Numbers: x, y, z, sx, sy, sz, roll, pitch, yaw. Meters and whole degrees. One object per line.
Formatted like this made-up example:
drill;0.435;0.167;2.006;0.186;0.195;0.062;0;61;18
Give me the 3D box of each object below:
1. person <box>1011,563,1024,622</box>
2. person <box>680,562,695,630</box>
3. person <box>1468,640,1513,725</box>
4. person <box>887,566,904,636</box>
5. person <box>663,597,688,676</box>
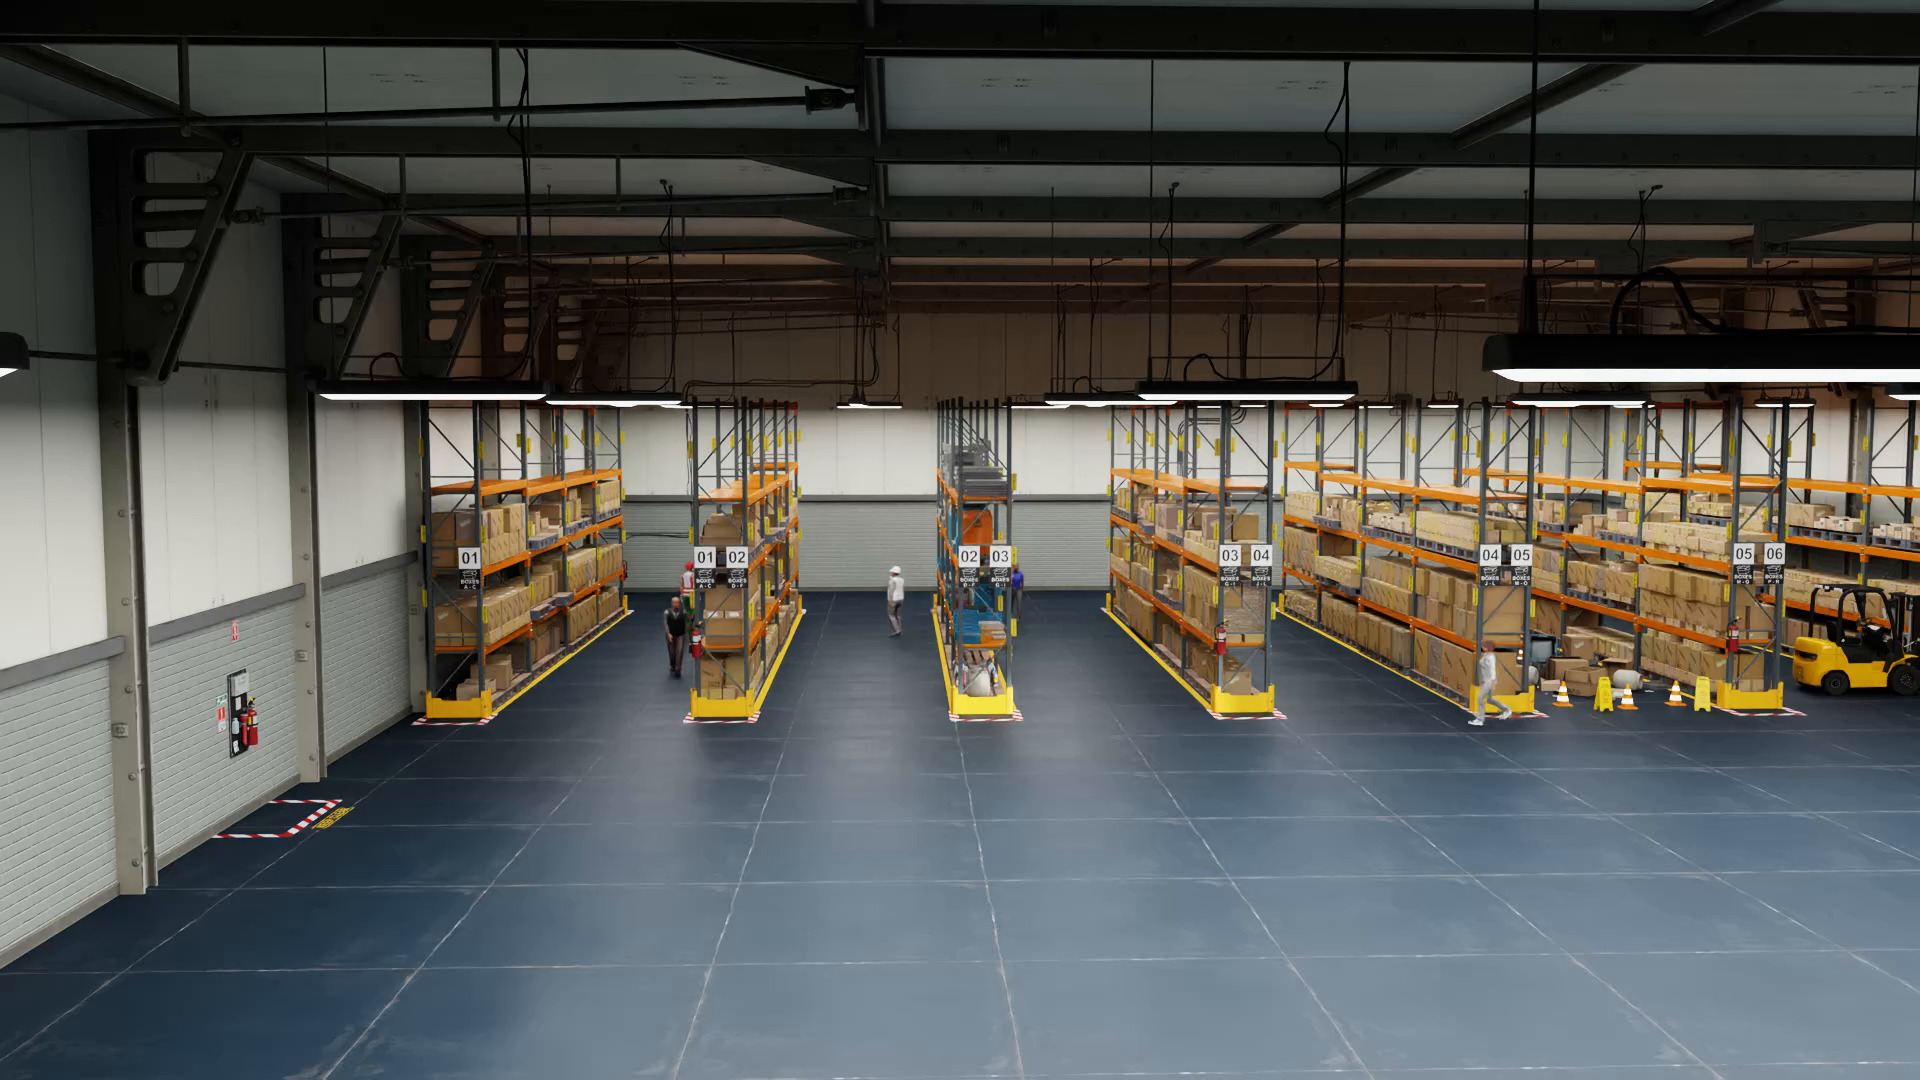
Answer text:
person;1.514;1.401;45.360;0.472;1.594;1.045;0;4;-3
person;-7.089;1.444;43.565;0.595;1.733;0.469;2;5;28
person;9.685;2.589;30.281;0.847;1.560;0.416;0;4;1
person;-1.633;1.579;42.519;0.406;1.830;0.577;4;6;42
person;-6.185;2.079;36.196;0.524;1.666;0.967;-1;4;-11
